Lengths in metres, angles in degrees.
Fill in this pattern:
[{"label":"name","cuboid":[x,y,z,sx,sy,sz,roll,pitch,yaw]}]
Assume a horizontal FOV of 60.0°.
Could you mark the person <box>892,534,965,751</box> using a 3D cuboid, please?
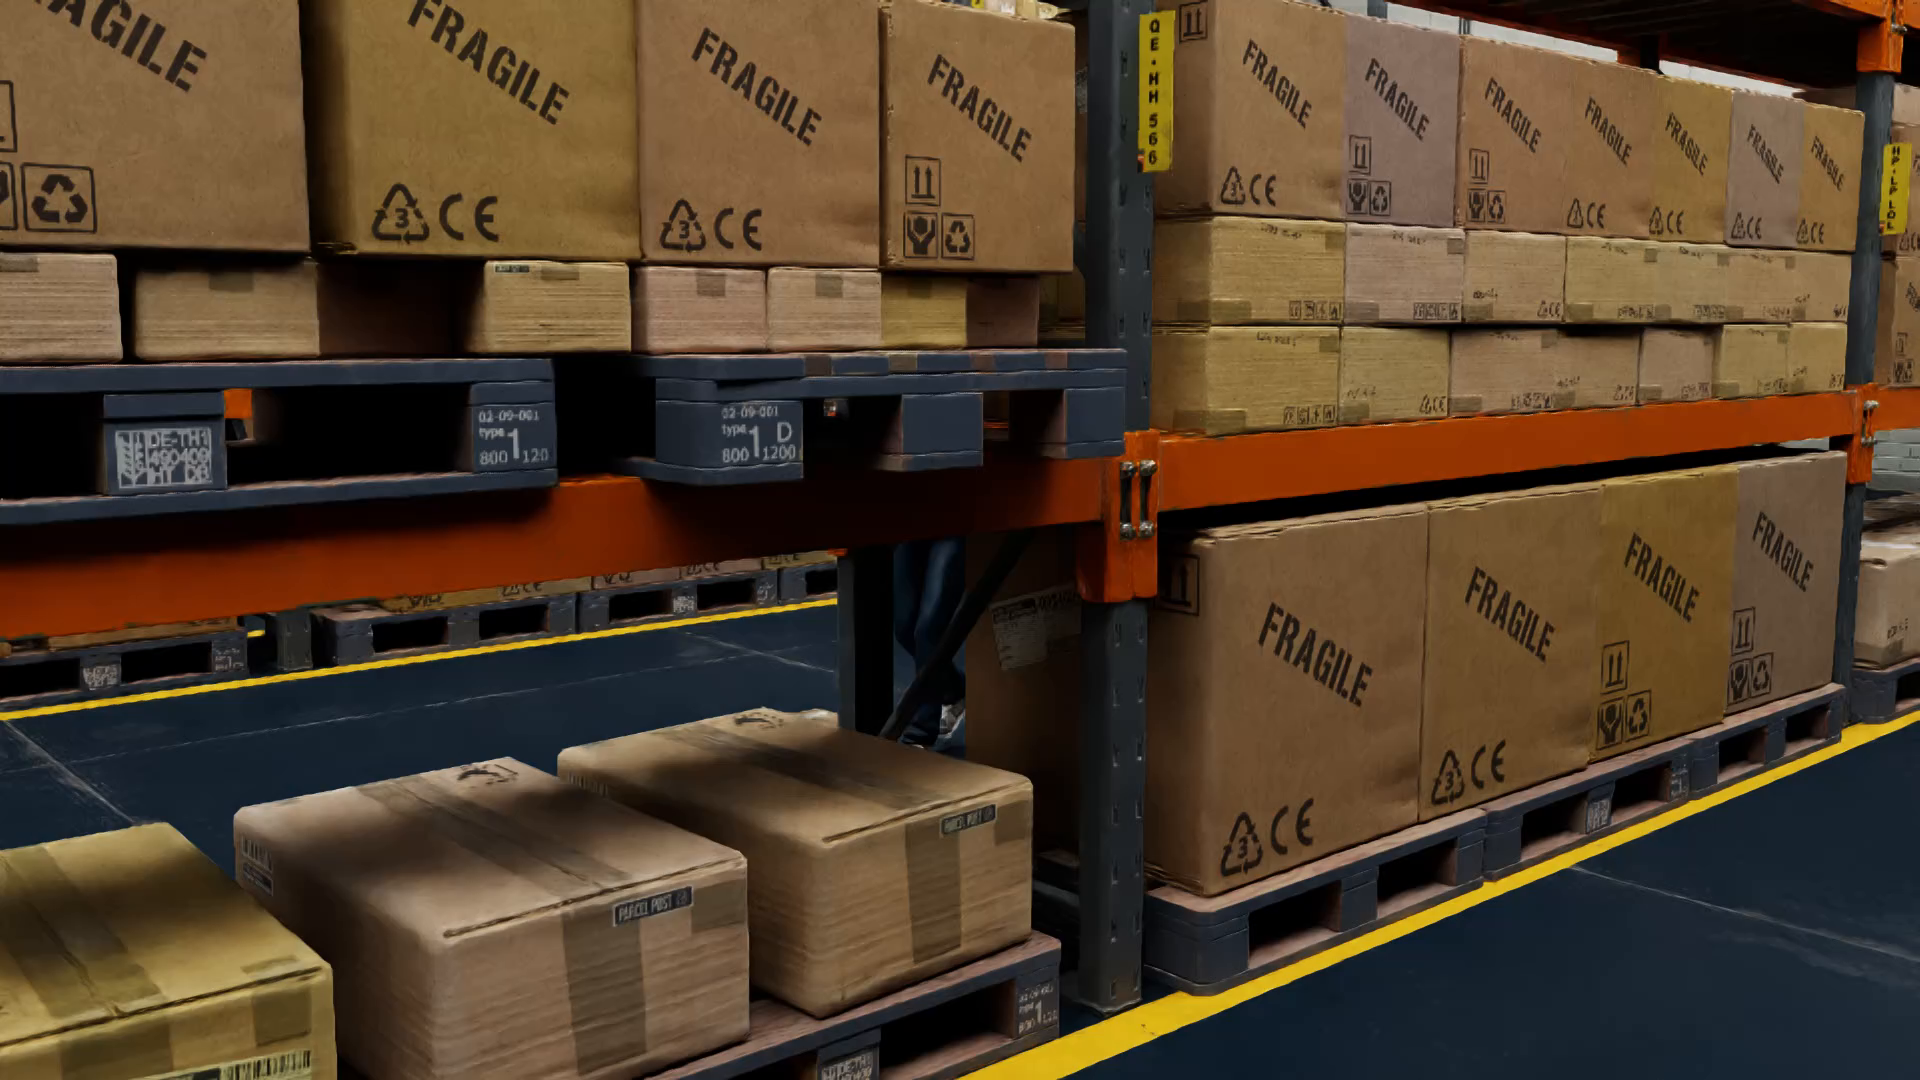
[{"label":"person","cuboid":[-0.130,0.002,5.816,0.515,1.577,0.736,4,9,26]}]
